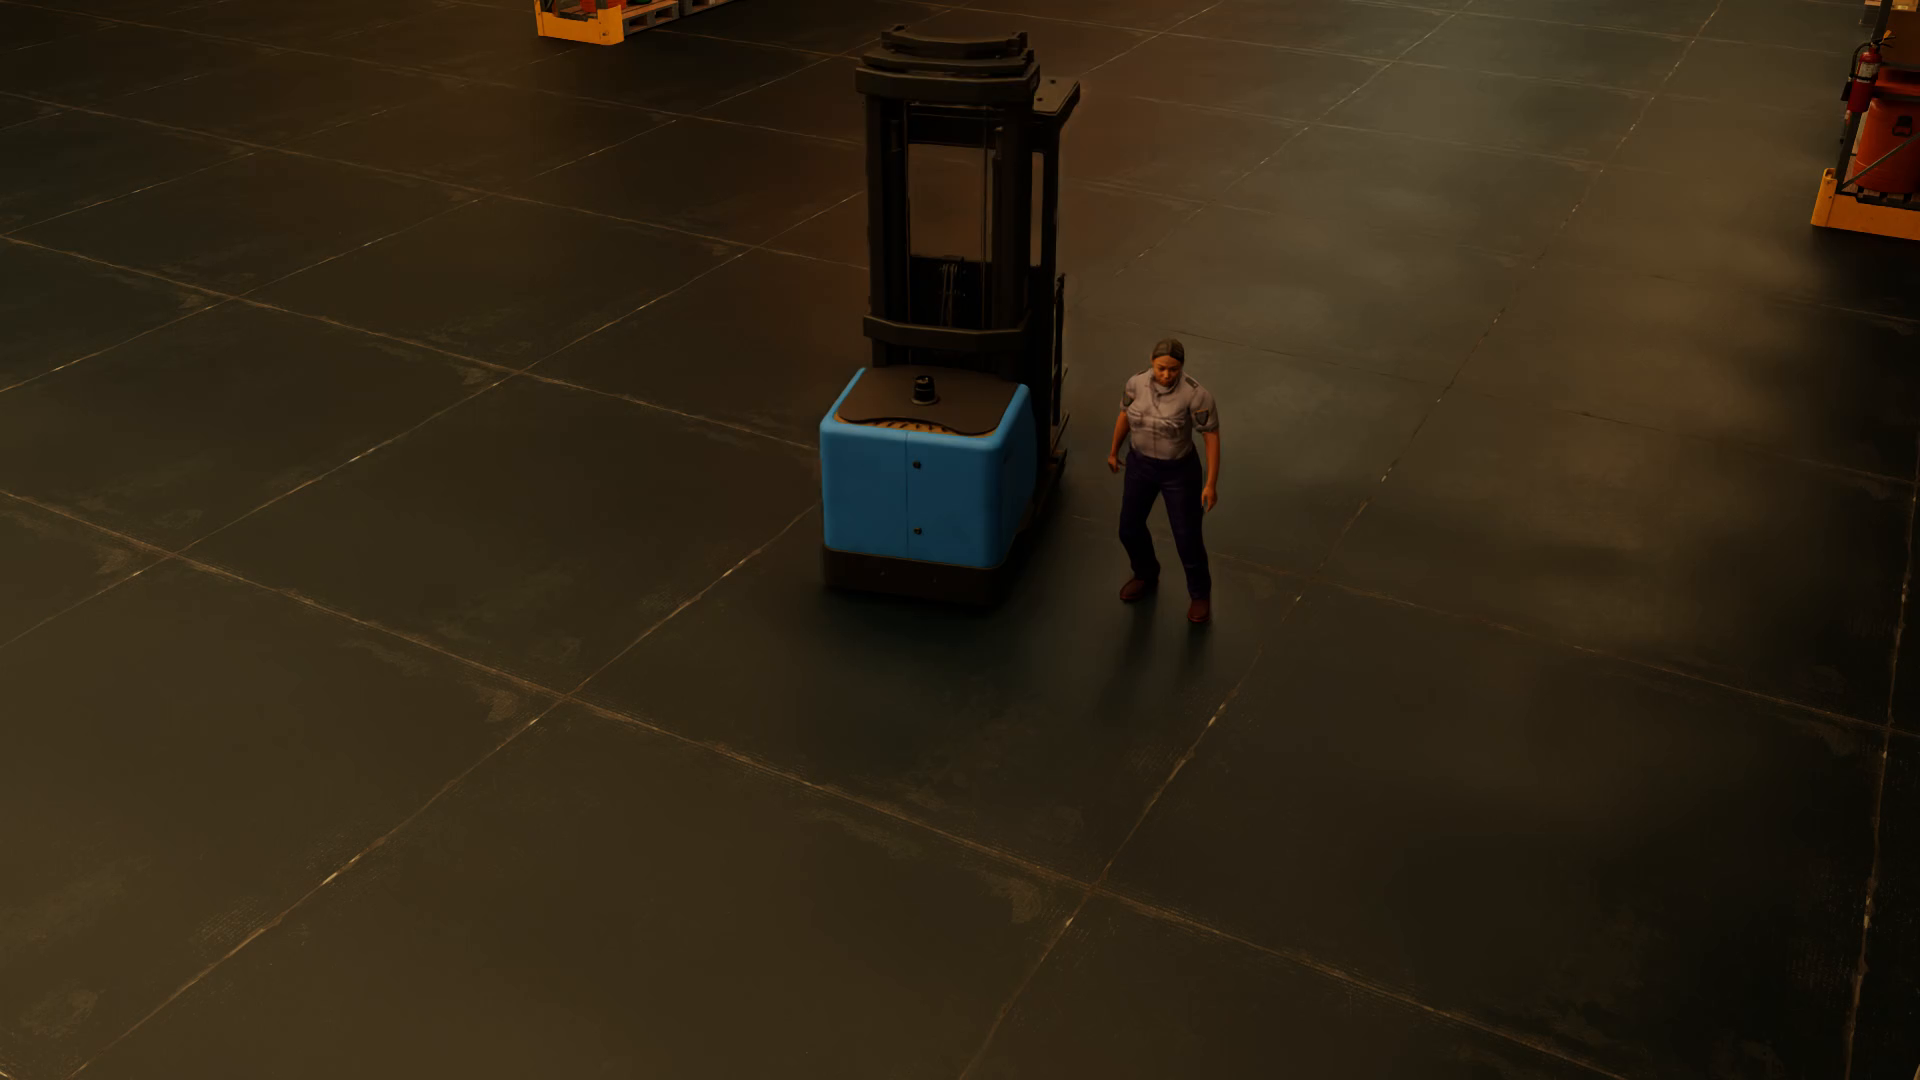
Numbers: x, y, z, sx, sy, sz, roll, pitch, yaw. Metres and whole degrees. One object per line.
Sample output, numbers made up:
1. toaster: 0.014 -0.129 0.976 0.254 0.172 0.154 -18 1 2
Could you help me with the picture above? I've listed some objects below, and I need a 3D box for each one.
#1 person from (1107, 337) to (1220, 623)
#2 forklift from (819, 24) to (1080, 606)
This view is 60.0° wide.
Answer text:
1. person: 1.107 -0.368 9.043 0.721 1.605 0.348 17 34 26
2. forklift: 0.068 -1.626 9.888 1.130 2.935 3.031 7 31 12
